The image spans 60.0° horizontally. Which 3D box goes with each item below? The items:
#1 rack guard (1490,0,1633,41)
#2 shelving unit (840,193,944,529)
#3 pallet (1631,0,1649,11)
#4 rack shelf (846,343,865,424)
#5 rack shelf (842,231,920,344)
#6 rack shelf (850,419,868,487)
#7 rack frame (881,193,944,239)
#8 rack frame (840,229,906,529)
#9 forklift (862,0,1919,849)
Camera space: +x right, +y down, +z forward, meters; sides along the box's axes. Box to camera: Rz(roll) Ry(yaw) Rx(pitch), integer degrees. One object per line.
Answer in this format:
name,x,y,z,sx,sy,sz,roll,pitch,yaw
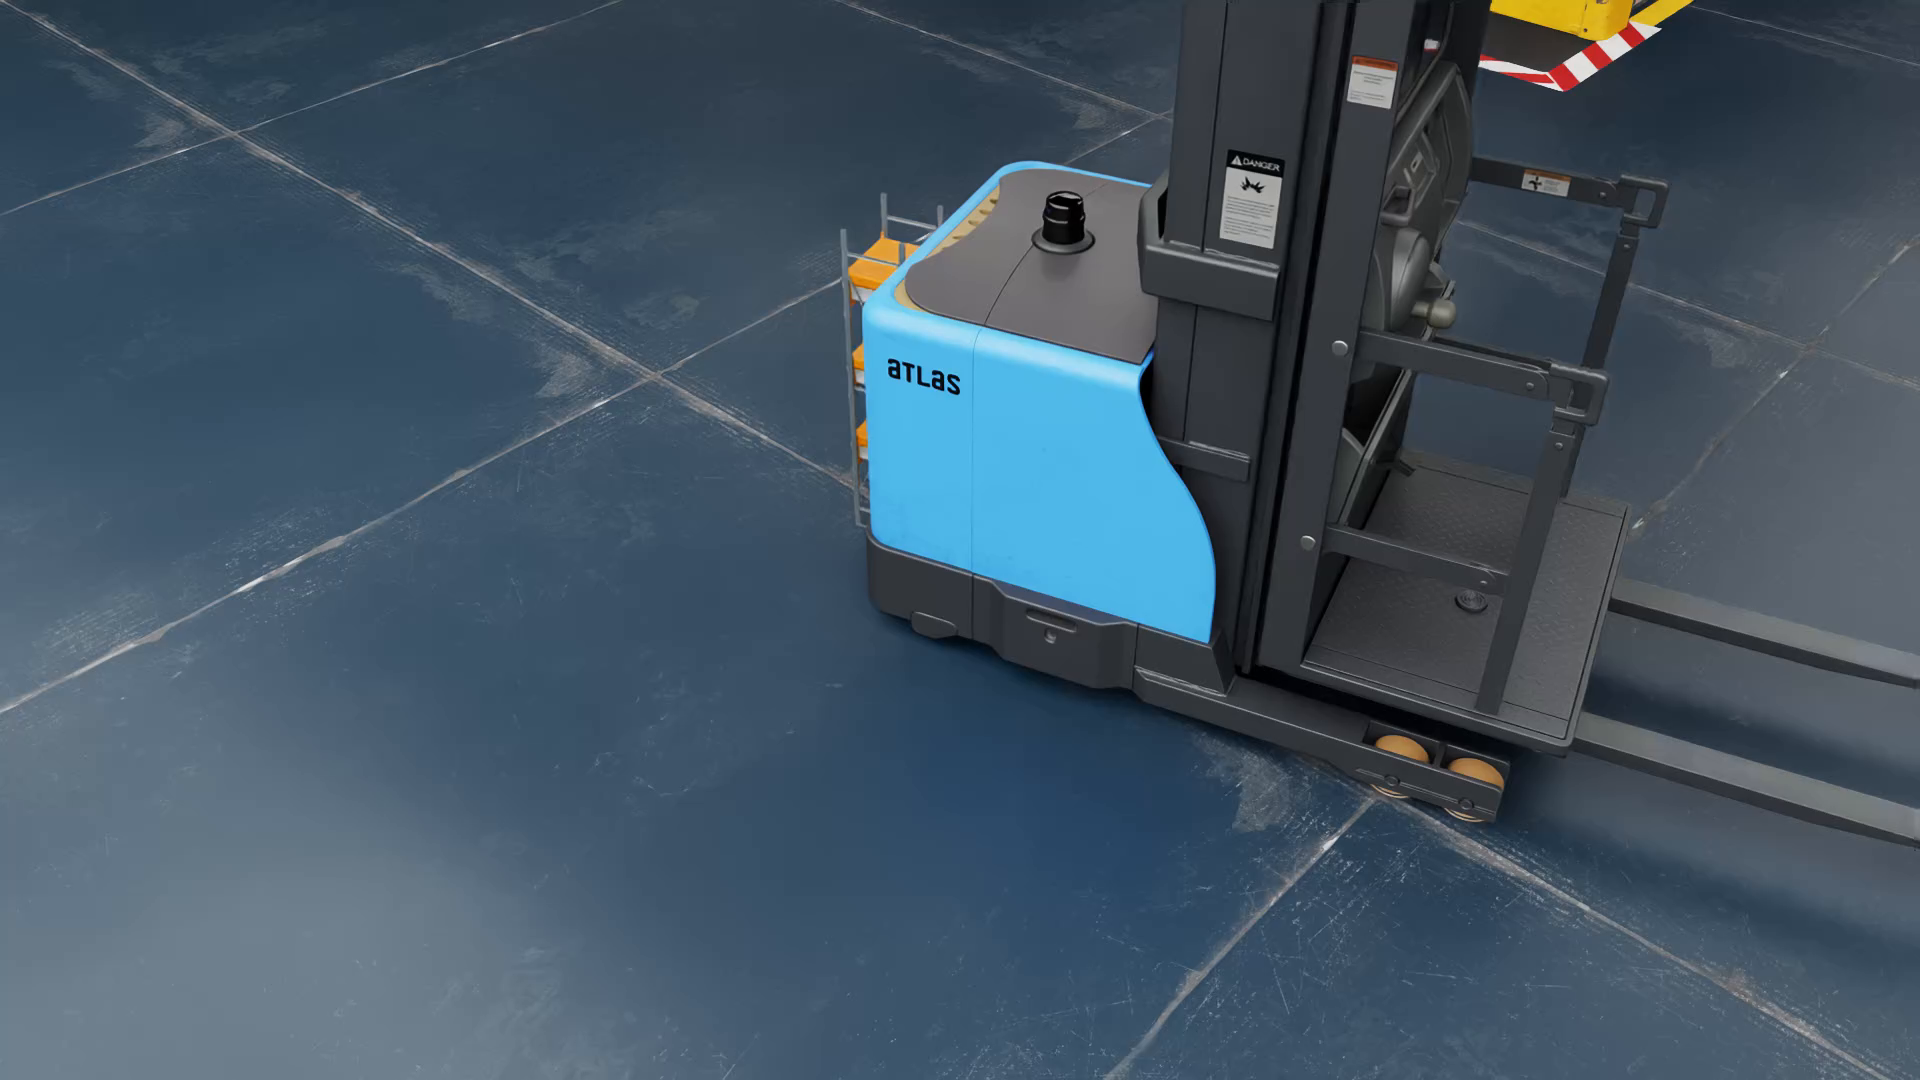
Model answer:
rack guard,2.929,-3.034,8.664,1.175,0.500,0.348,30,47,32
shelving unit,-0.190,-0.501,5.036,0.215,1.050,0.252,16,41,20
pallet,3.481,-3.292,9.220,1.003,0.211,1.213,30,47,32
rack shelf,-0.190,-0.493,5.043,0.215,0.259,0.240,16,41,20
rack shelf,-0.190,-0.715,4.867,0.215,0.259,0.240,16,41,20
rack shelf,-0.189,-0.275,5.216,0.215,0.259,0.240,16,41,20
rack frame,-0.137,-0.570,5.123,0.200,1.050,0.008,16,41,20
rack frame,-0.242,-0.433,4.950,0.200,1.050,0.008,16,41,20
forklift,1.286,-0.794,3.894,3.031,2.935,1.130,17,41,20
